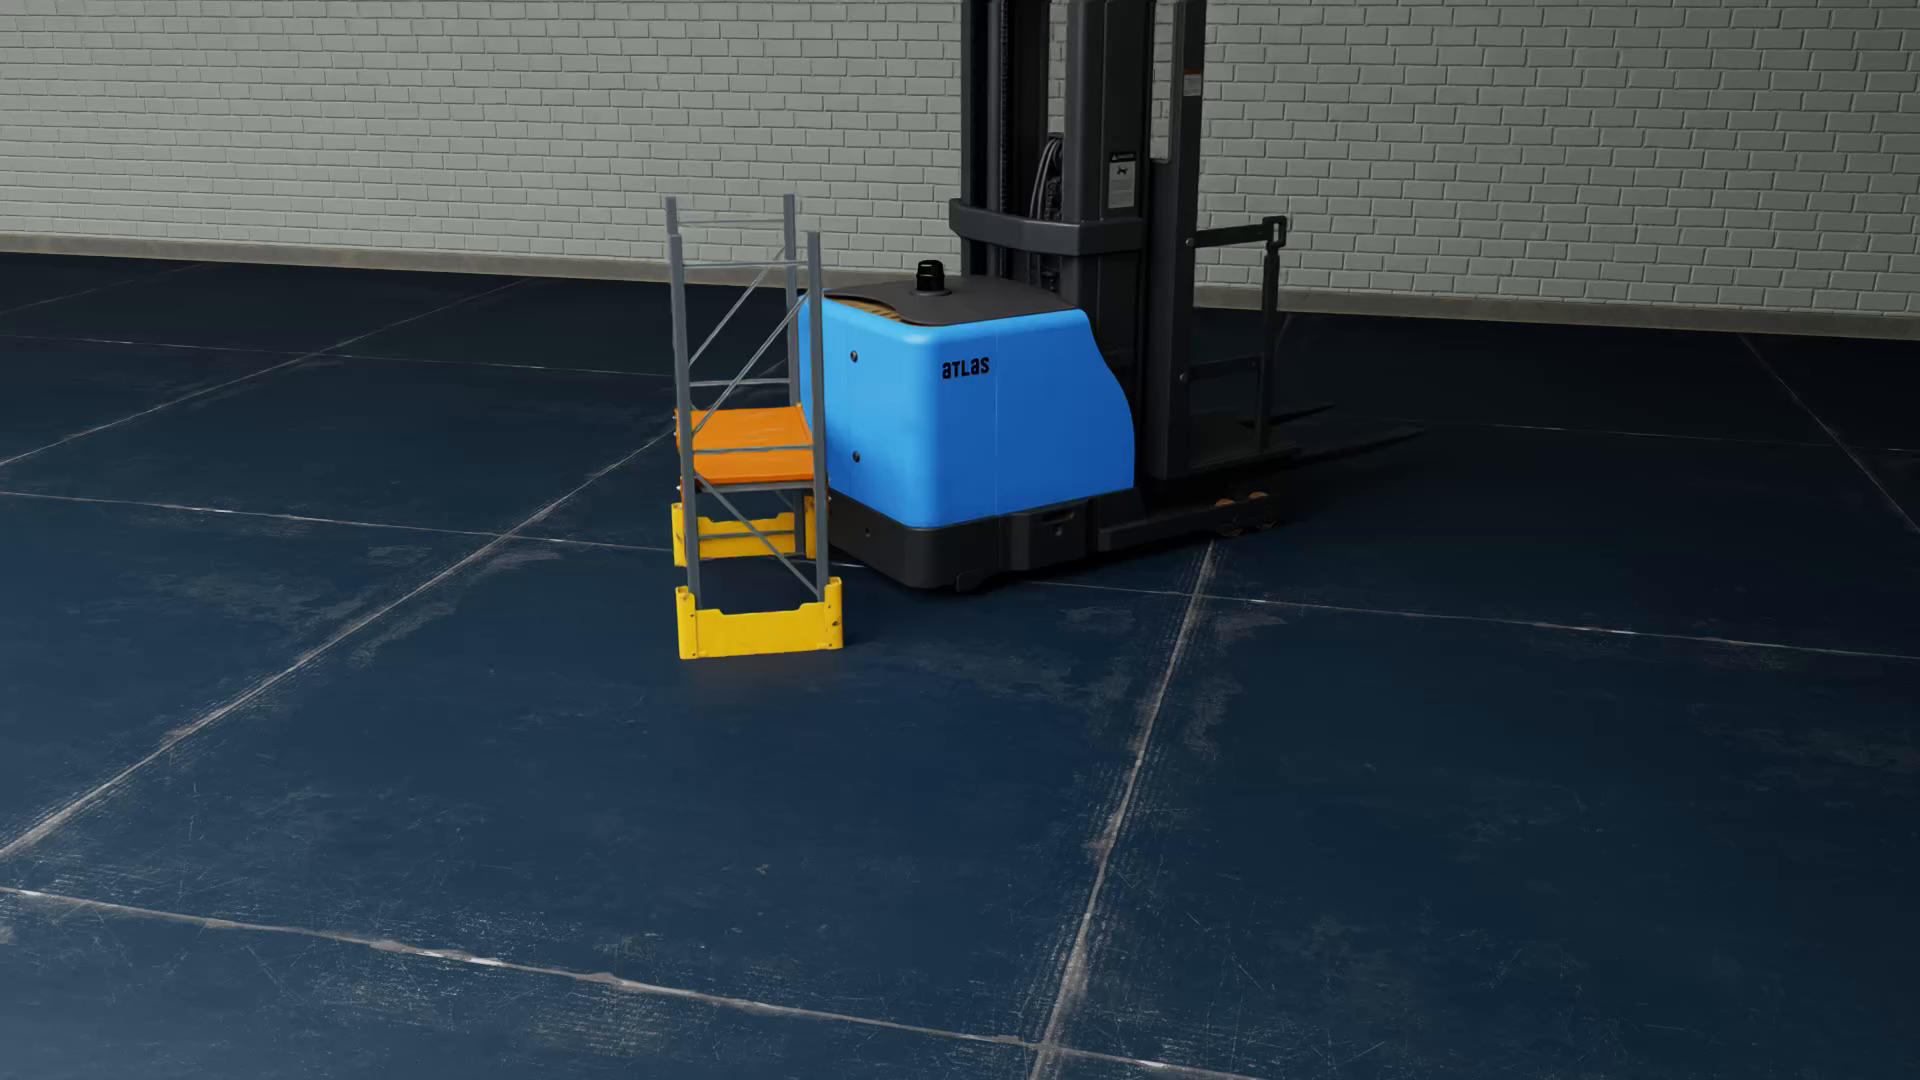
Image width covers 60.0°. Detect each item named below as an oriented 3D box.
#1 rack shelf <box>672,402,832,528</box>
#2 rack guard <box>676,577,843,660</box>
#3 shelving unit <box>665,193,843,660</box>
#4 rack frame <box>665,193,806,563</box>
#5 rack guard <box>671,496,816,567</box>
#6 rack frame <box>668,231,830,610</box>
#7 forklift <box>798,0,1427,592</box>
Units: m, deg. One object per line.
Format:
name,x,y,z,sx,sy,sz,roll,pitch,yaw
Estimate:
rack shelf,-0.807,-0.302,6.308,0.538,0.185,1.000,-3,19,-10
rack guard,-0.717,0.281,5.979,0.587,0.250,0.087,-3,19,-10
shelving unit,-0.806,-0.469,6.241,0.587,1.500,1.083,-3,19,-10
rack frame,-0.897,-0.634,6.723,0.500,1.500,0.032,-3,19,-10
rack guard,-0.894,-0.036,6.907,0.587,0.250,0.087,-3,19,-10
rack frame,-0.717,-0.310,5.776,0.500,1.500,0.032,-3,19,-10
forklift,0.815,-1.528,7.127,3.031,2.935,1.130,-12,22,-31
